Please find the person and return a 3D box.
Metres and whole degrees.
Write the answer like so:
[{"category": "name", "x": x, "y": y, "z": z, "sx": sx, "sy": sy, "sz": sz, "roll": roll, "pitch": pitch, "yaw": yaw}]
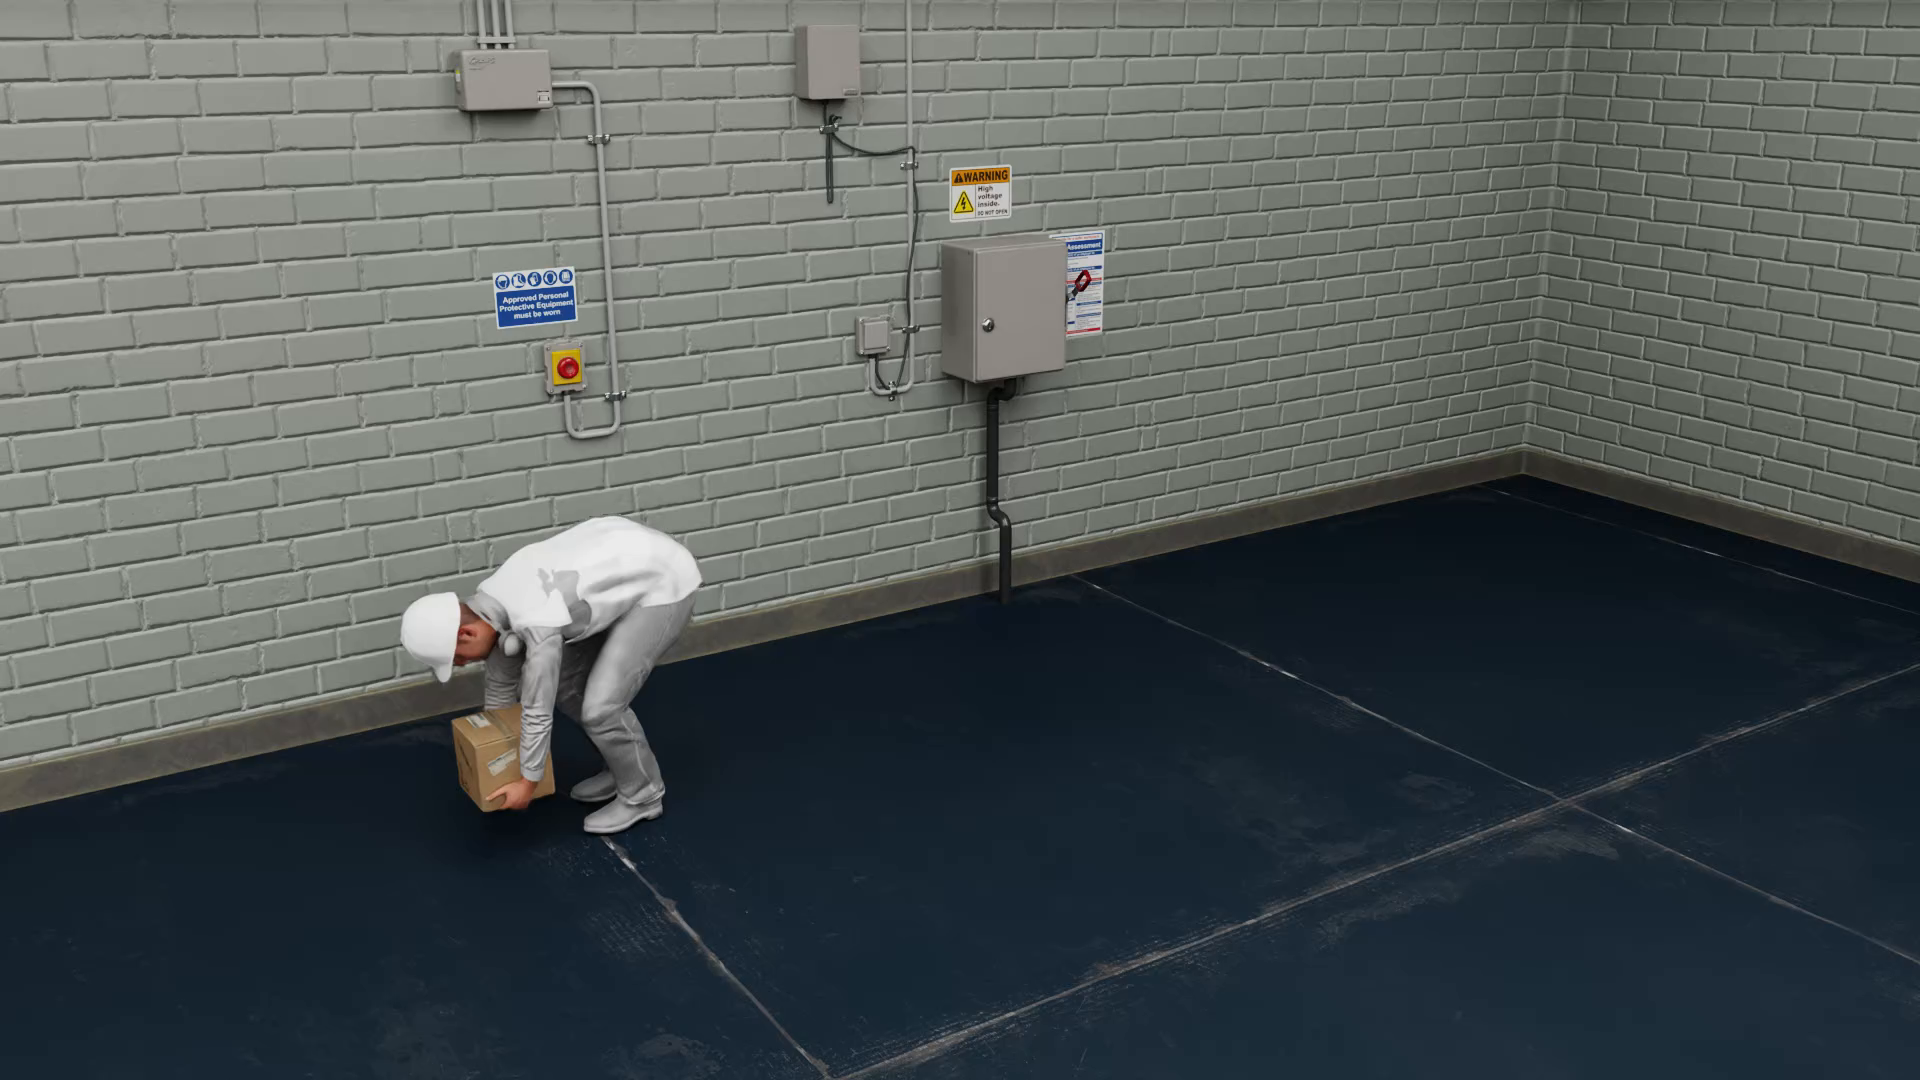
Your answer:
[{"category": "person", "x": -1.369, "y": 0.484, "z": 5.666, "sx": 1.009, "sy": 1.065, "sz": 0.475, "roll": -13, "pitch": 22, "yaw": -34}]
